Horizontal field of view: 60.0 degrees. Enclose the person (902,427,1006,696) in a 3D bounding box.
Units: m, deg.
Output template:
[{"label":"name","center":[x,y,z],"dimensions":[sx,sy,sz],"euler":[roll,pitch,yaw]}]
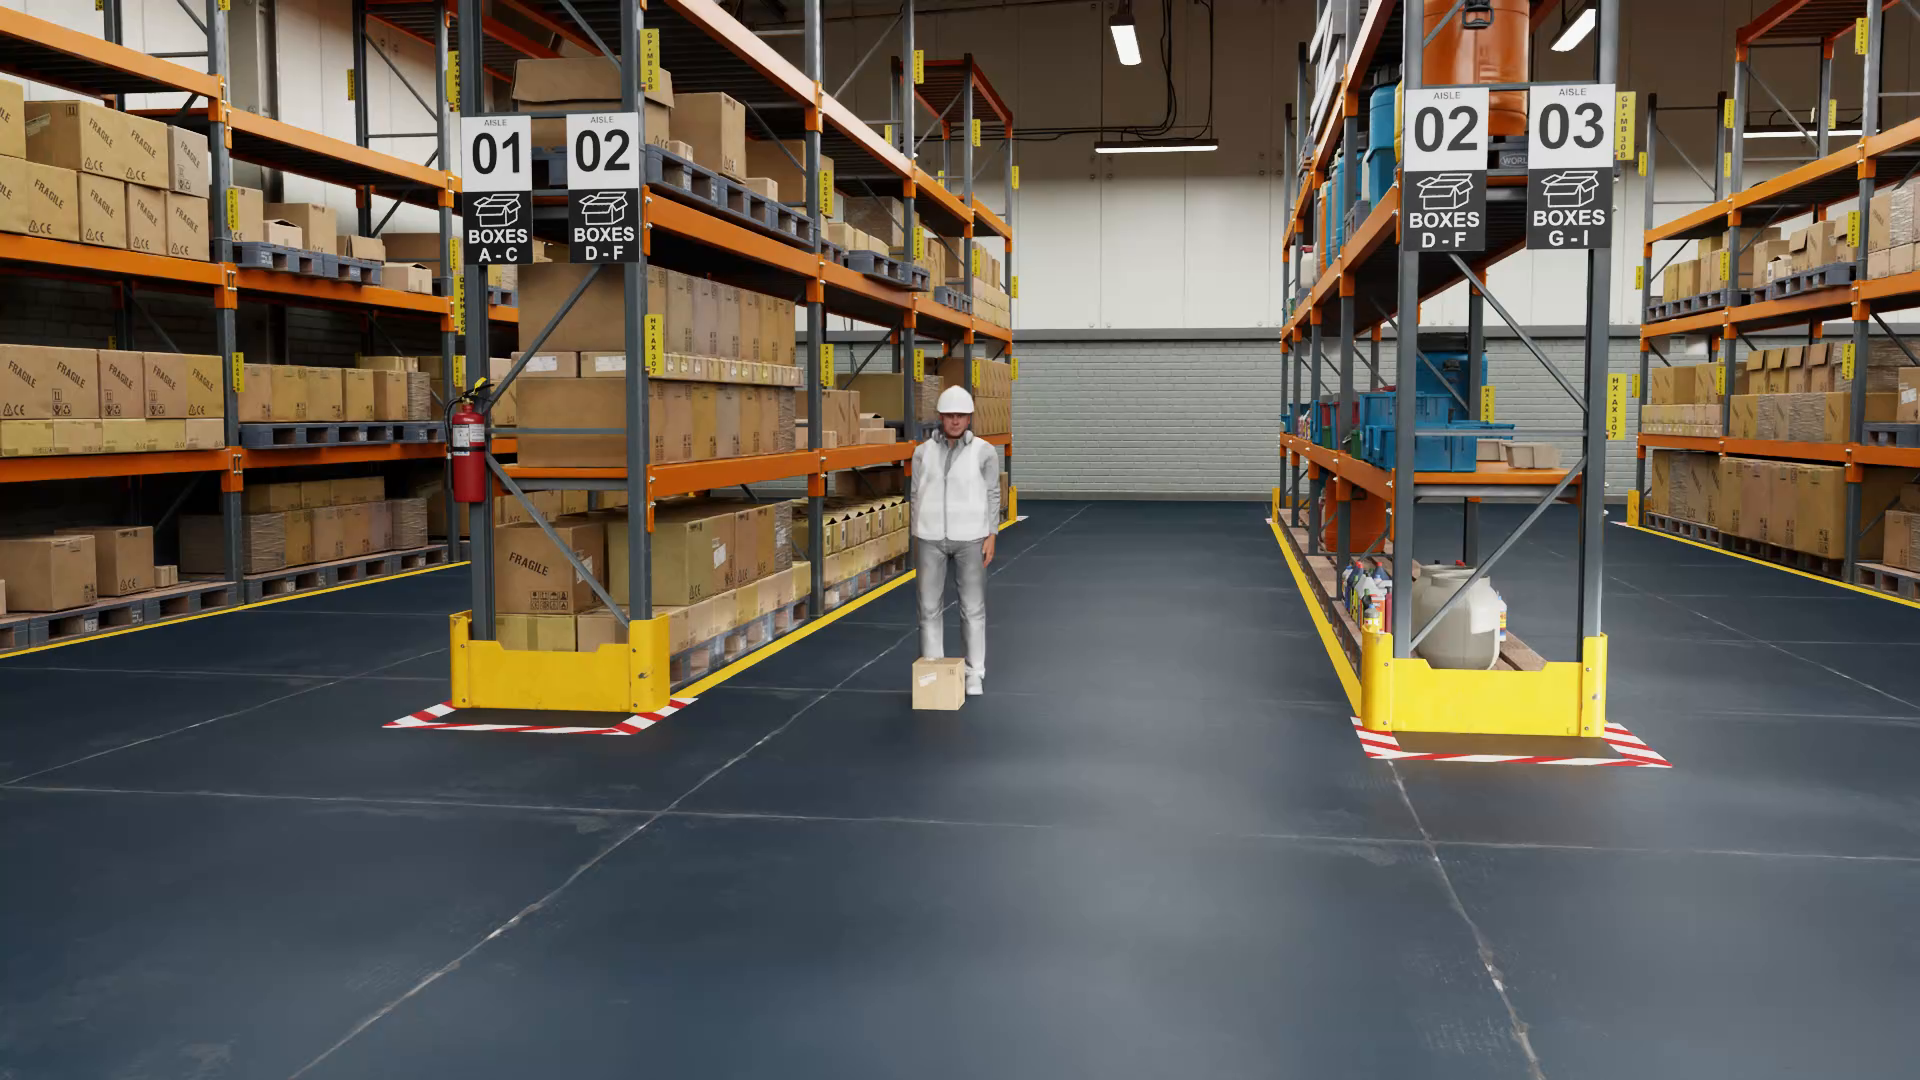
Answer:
[{"label":"person","center":[-0.026,0.121,9.502],"dimensions":[0.589,1.534,0.693],"euler":[1,4,9]}]
